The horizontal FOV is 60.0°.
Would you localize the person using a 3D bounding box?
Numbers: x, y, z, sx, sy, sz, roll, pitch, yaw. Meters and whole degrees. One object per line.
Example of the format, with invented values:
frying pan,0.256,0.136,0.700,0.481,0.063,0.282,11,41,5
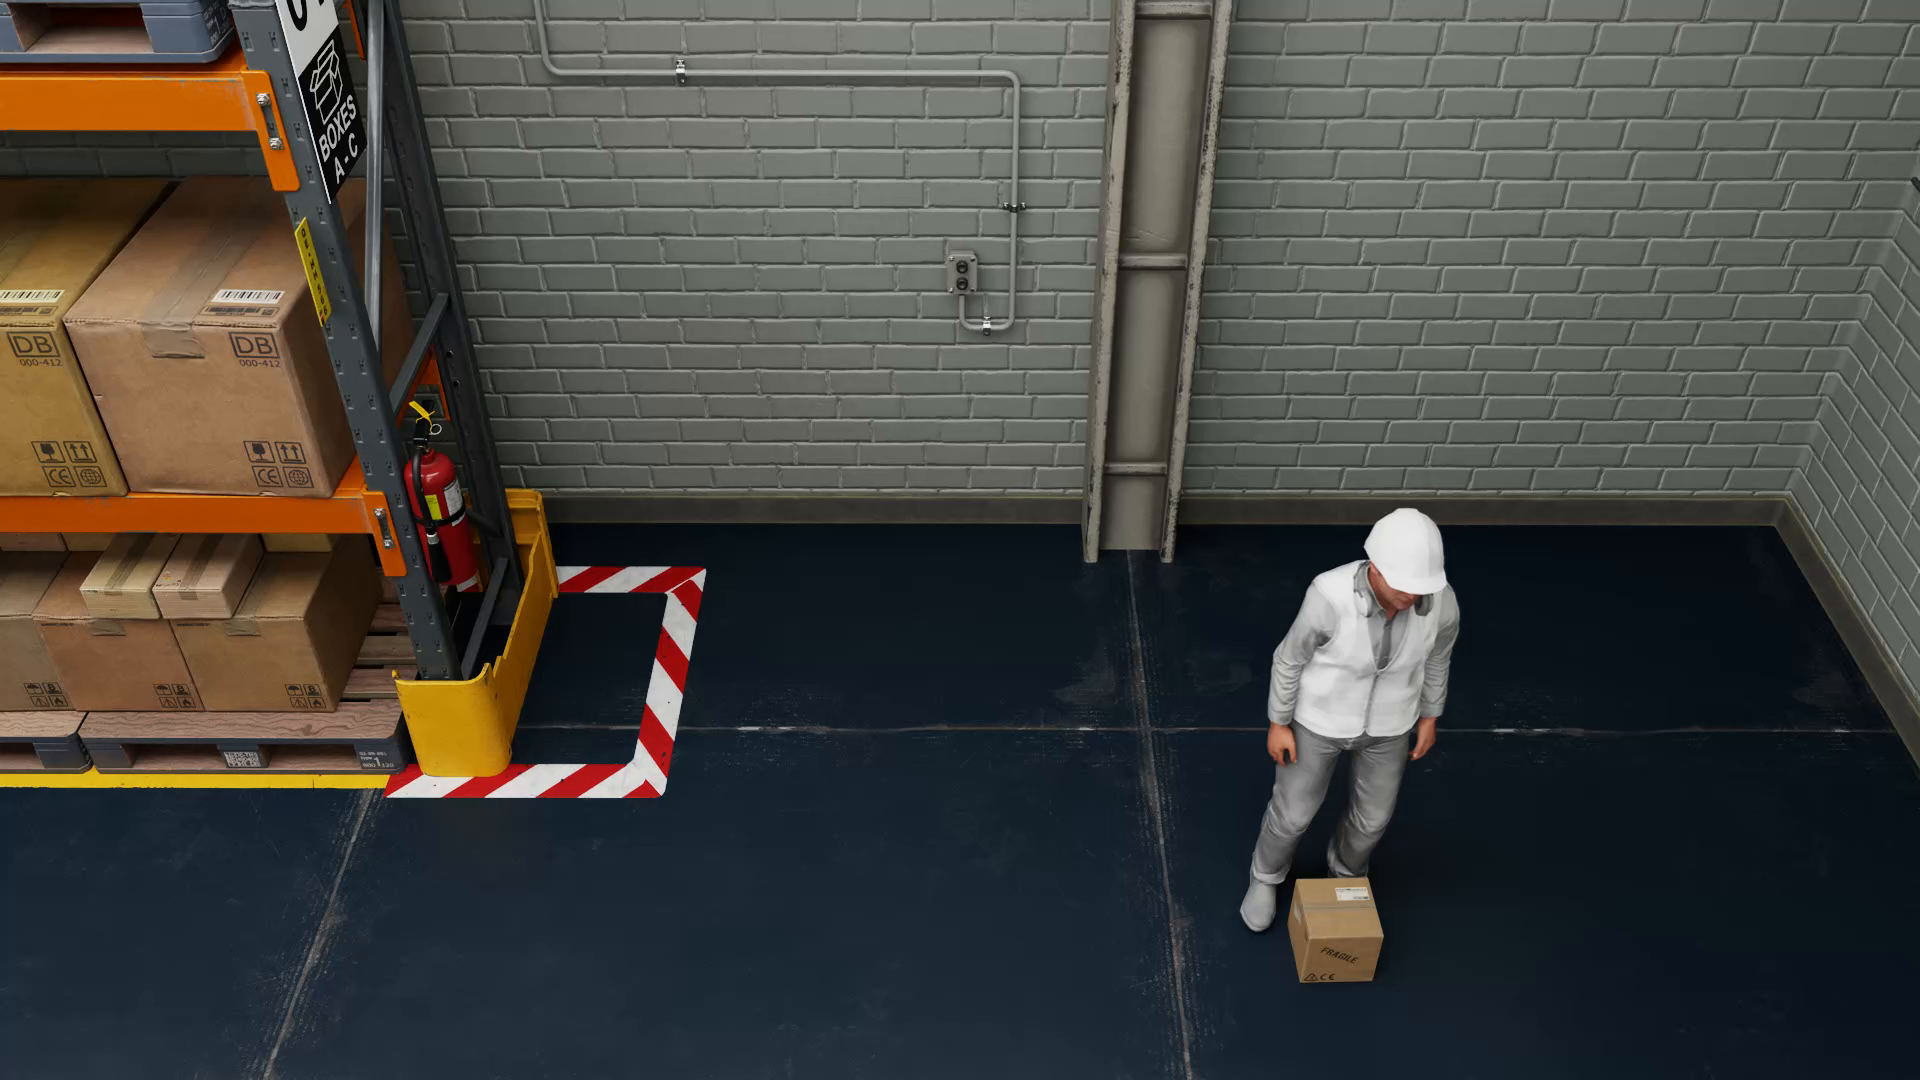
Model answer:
person,1.283,0.583,5.423,0.590,1.770,0.465,-2,39,-3
